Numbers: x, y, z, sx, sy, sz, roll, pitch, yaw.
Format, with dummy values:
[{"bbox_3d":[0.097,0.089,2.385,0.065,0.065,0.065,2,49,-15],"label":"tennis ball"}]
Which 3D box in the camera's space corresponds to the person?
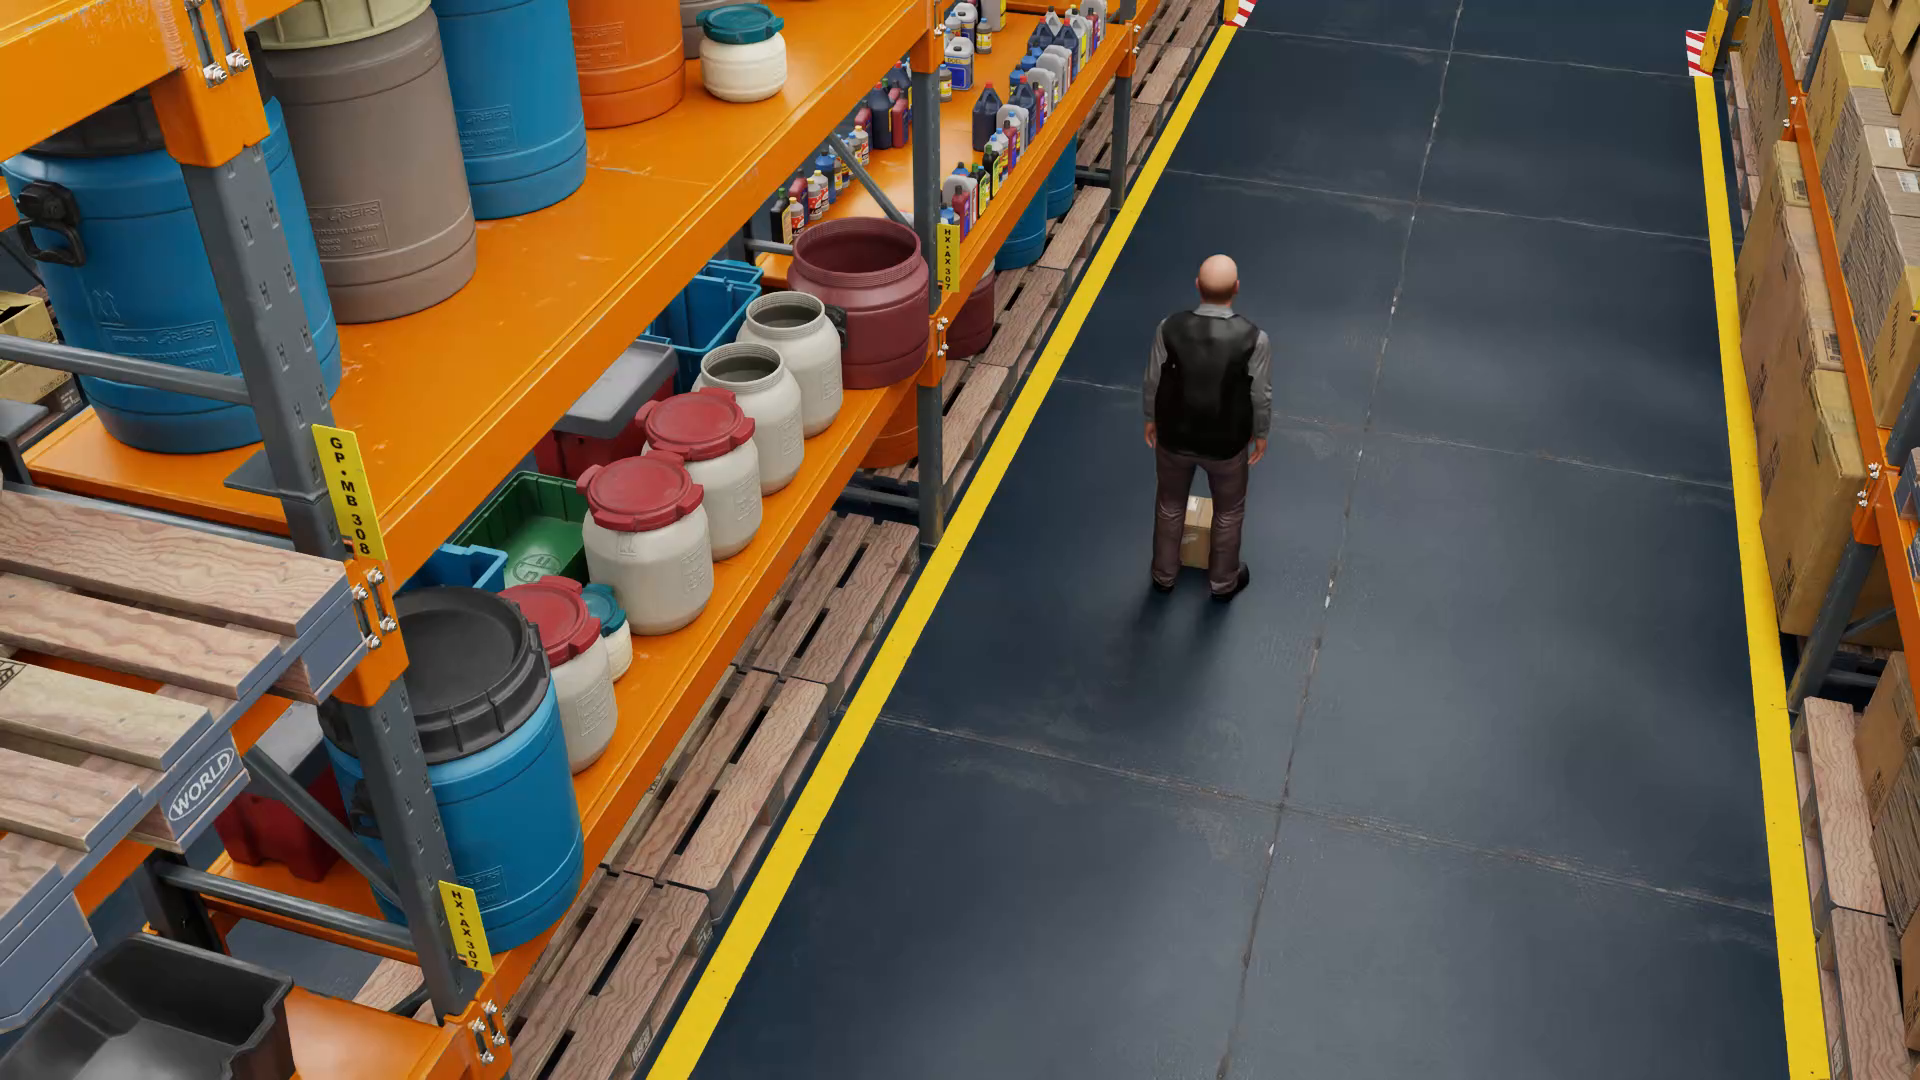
[{"bbox_3d":[1.102,-0.466,7.534,0.580,1.721,0.414,11,38,14],"label":"person"}]
